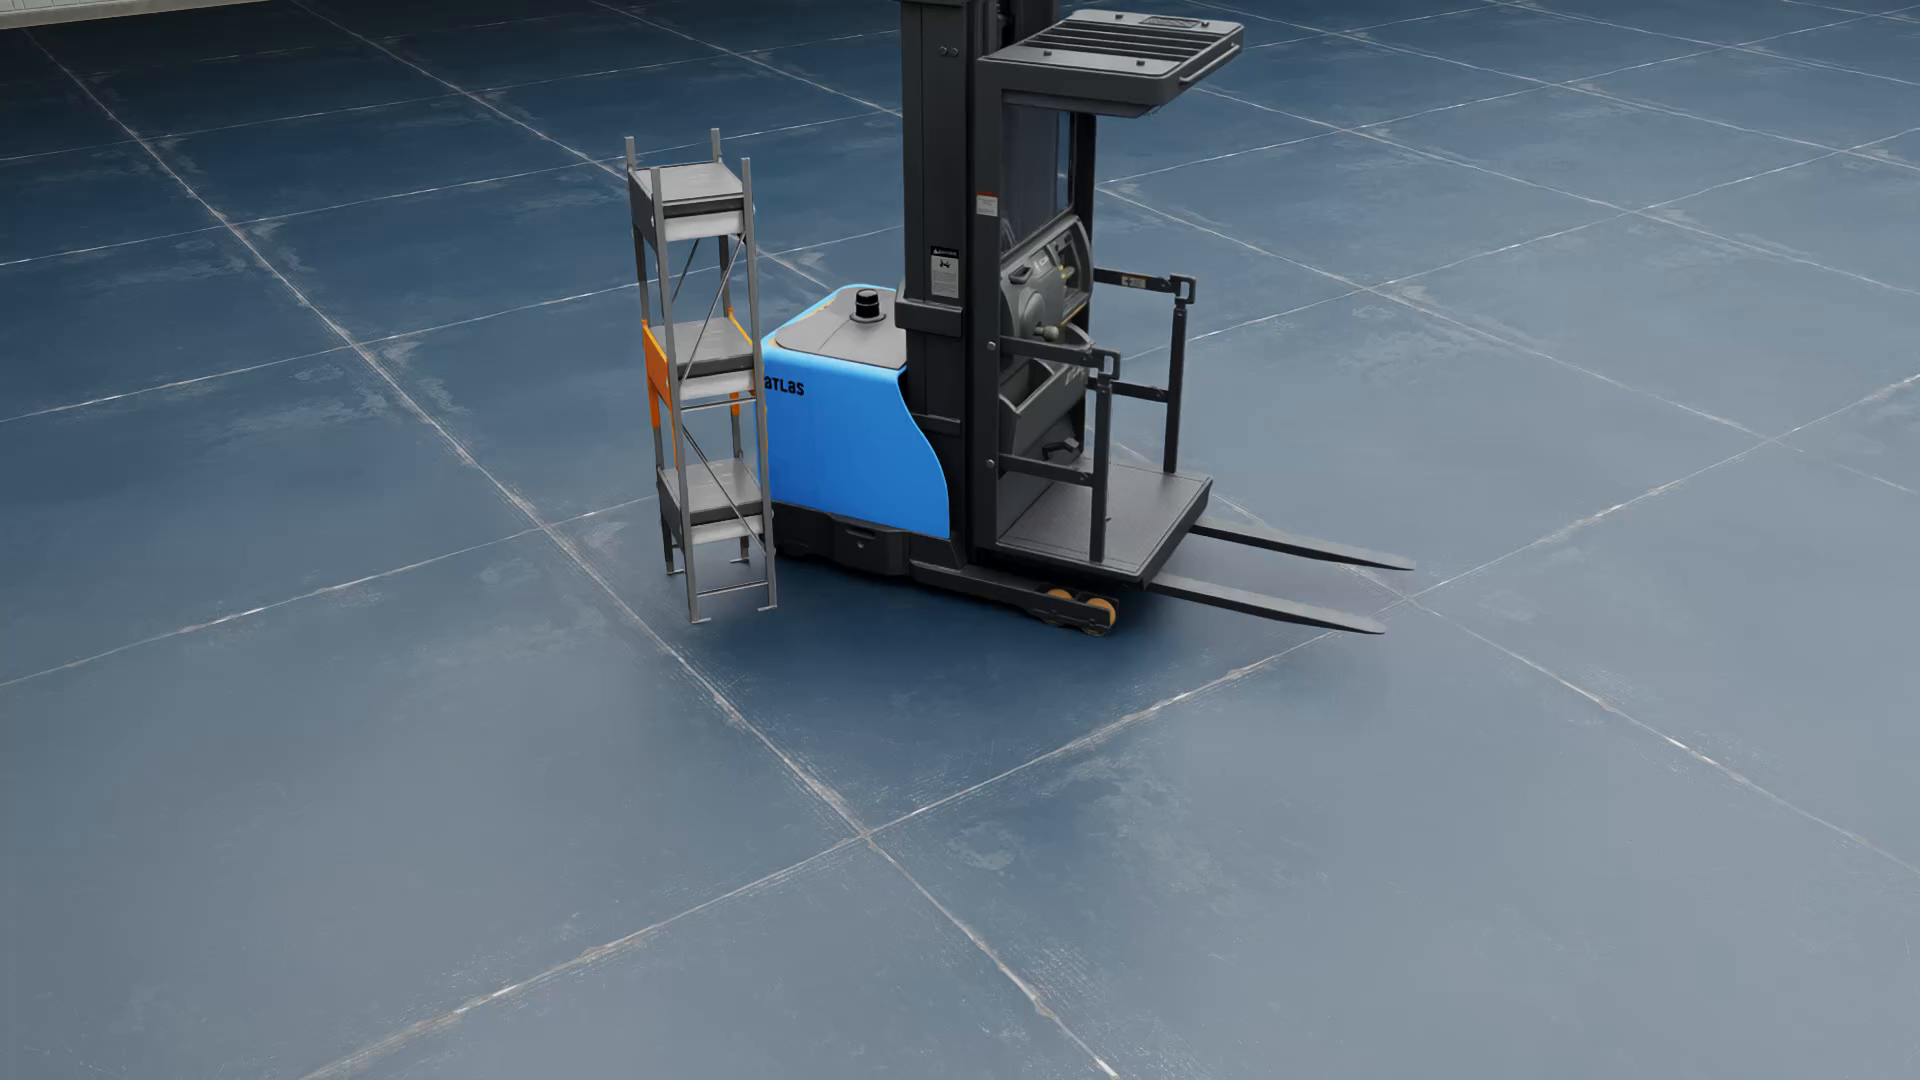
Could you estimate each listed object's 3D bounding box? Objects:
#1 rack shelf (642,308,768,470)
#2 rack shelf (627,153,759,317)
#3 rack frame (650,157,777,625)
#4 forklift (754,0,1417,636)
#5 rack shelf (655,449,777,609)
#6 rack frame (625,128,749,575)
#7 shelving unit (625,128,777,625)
[{"bbox_3d":[-1.122,-0.672,7.316,0.431,0.518,0.480,-11,30,-19],"label":"rack shelf"},{"bbox_3d":[-1.122,-1.287,6.981,0.431,0.518,0.480,-11,30,-19],"label":"rack shelf"},{"bbox_3d":[-1.032,-0.576,7.110,0.400,2.100,0.015,-11,30,-19],"label":"rack frame"},{"bbox_3d":[0.573,-1.147,7.292,3.031,2.935,1.130,13,31,22],"label":"forklift"},{"bbox_3d":[-1.122,-0.057,7.650,0.431,0.518,0.480,-11,30,-19],"label":"rack shelf"},{"bbox_3d":[-1.213,-0.792,7.508,0.400,2.100,0.015,-11,30,-19],"label":"rack frame"},{"bbox_3d":[-1.122,-0.684,7.309,0.431,2.100,0.503,-11,30,-19],"label":"shelving unit"}]
